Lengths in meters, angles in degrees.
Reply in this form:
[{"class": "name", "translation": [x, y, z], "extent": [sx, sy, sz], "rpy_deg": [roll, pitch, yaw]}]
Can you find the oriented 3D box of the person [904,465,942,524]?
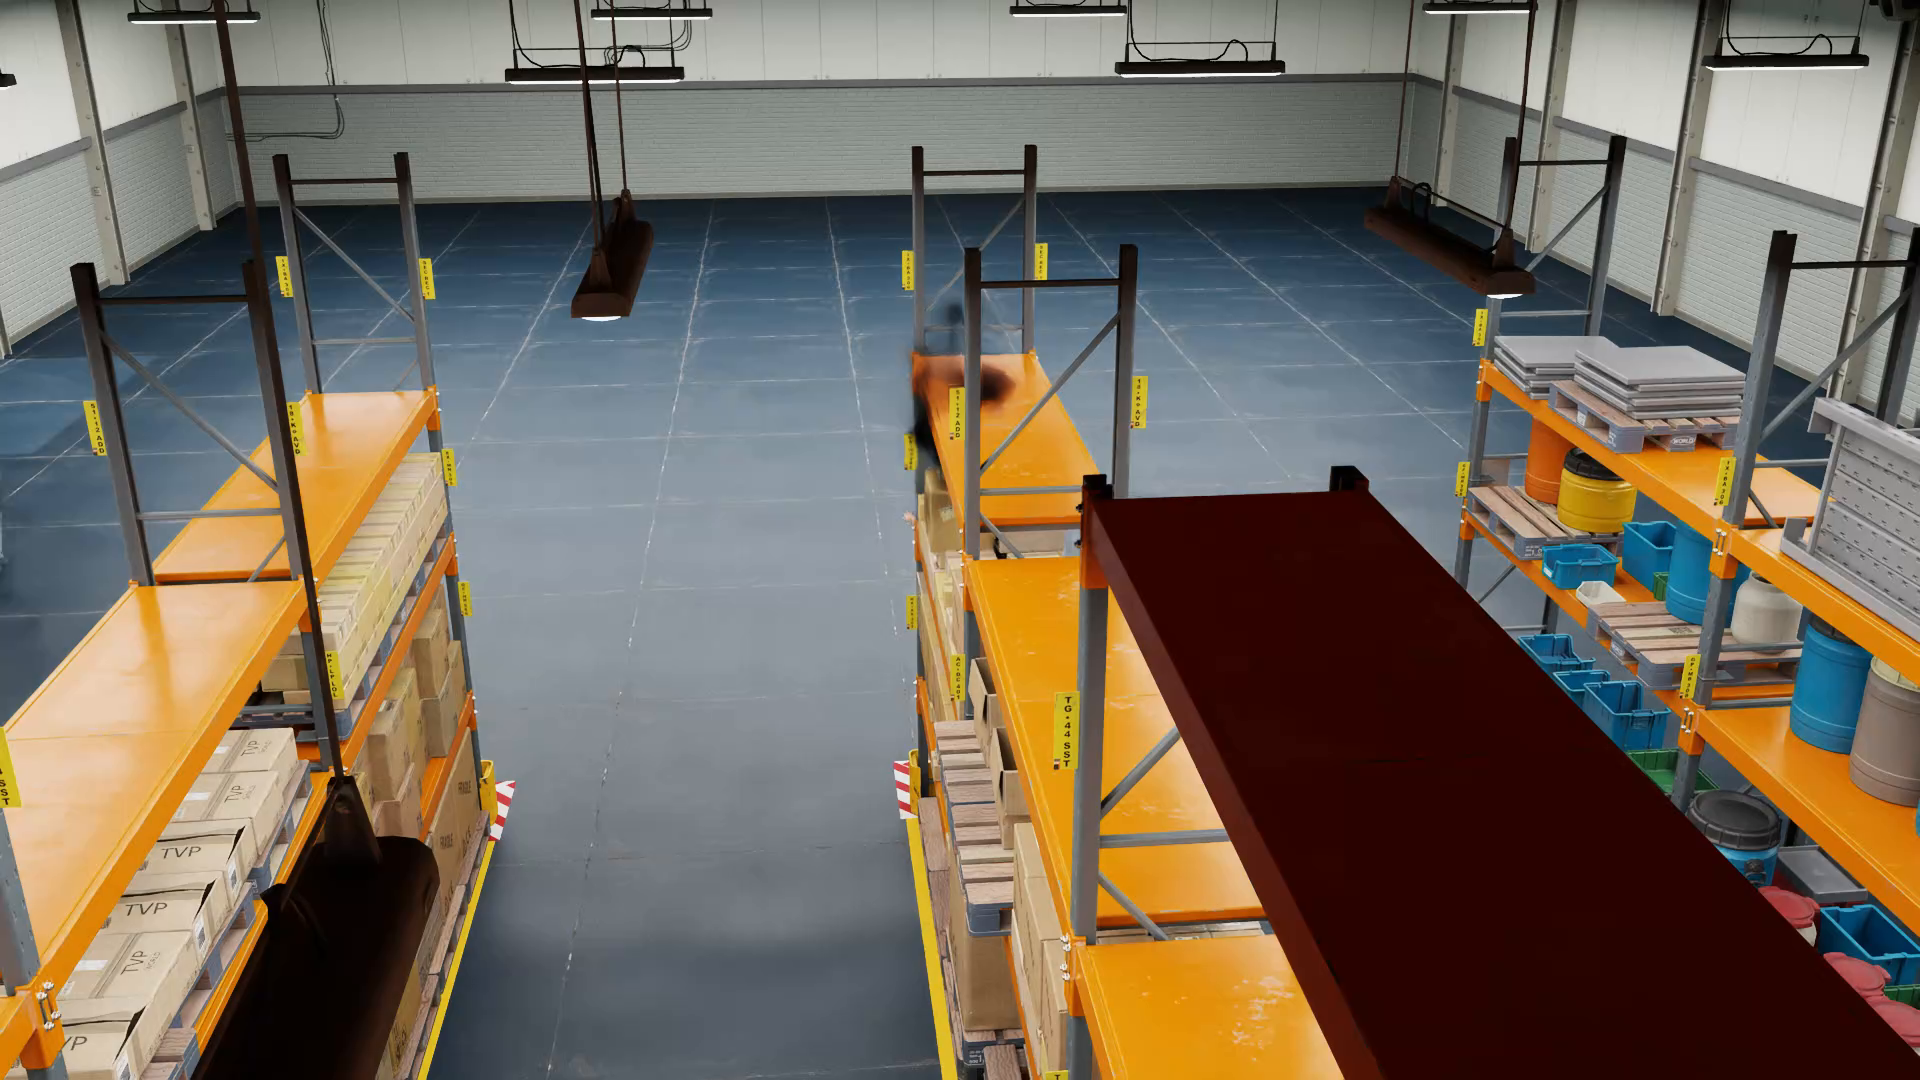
[{"class": "person", "translation": [-0.296, 0.004, 19.285], "extent": [0.715, 1.816, 0.630], "rpy_deg": [10, 24, 25]}]
